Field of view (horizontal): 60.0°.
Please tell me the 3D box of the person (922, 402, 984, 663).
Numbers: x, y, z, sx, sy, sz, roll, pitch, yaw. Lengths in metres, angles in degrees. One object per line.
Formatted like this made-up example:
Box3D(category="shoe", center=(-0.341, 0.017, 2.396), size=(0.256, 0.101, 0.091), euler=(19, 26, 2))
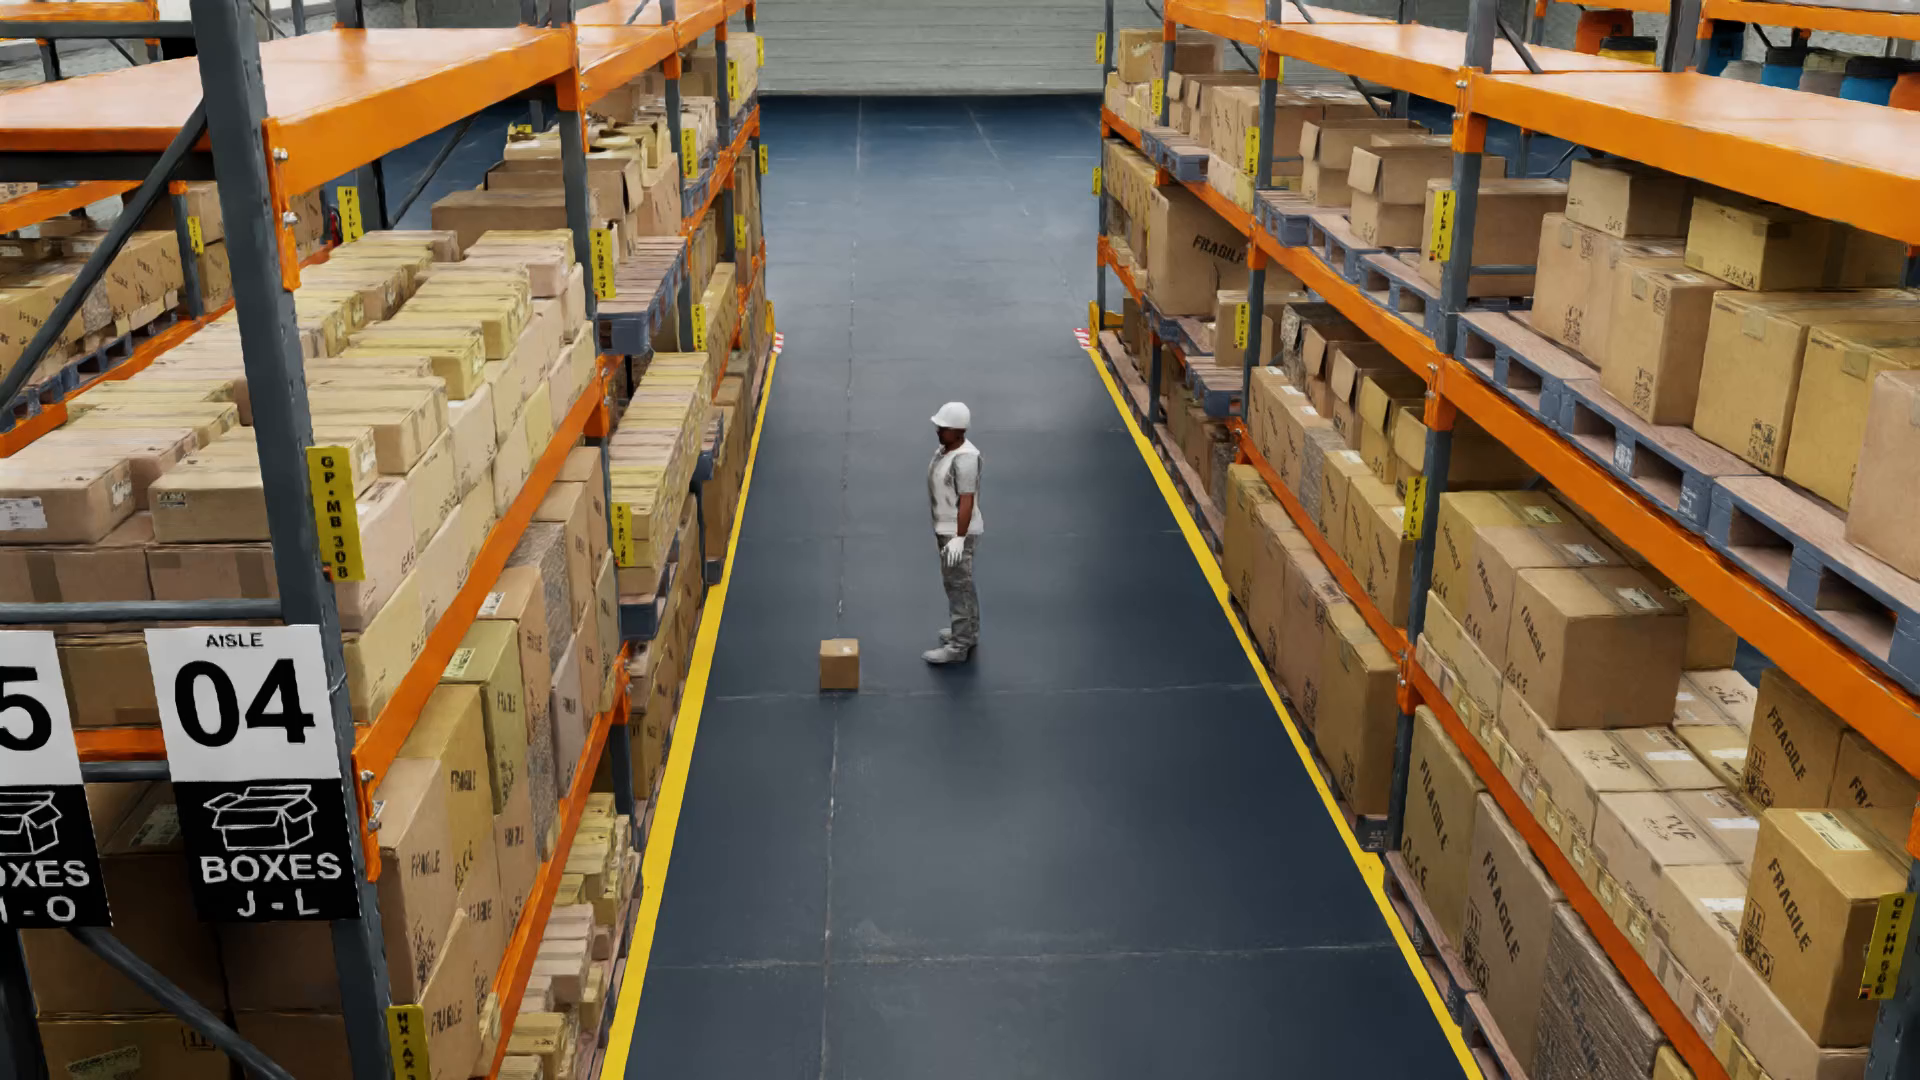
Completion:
Box3D(category="person", center=(-0.051, -0.053, 11.126), size=(0.457, 1.787, 0.680), euler=(-4, 21, -11))
